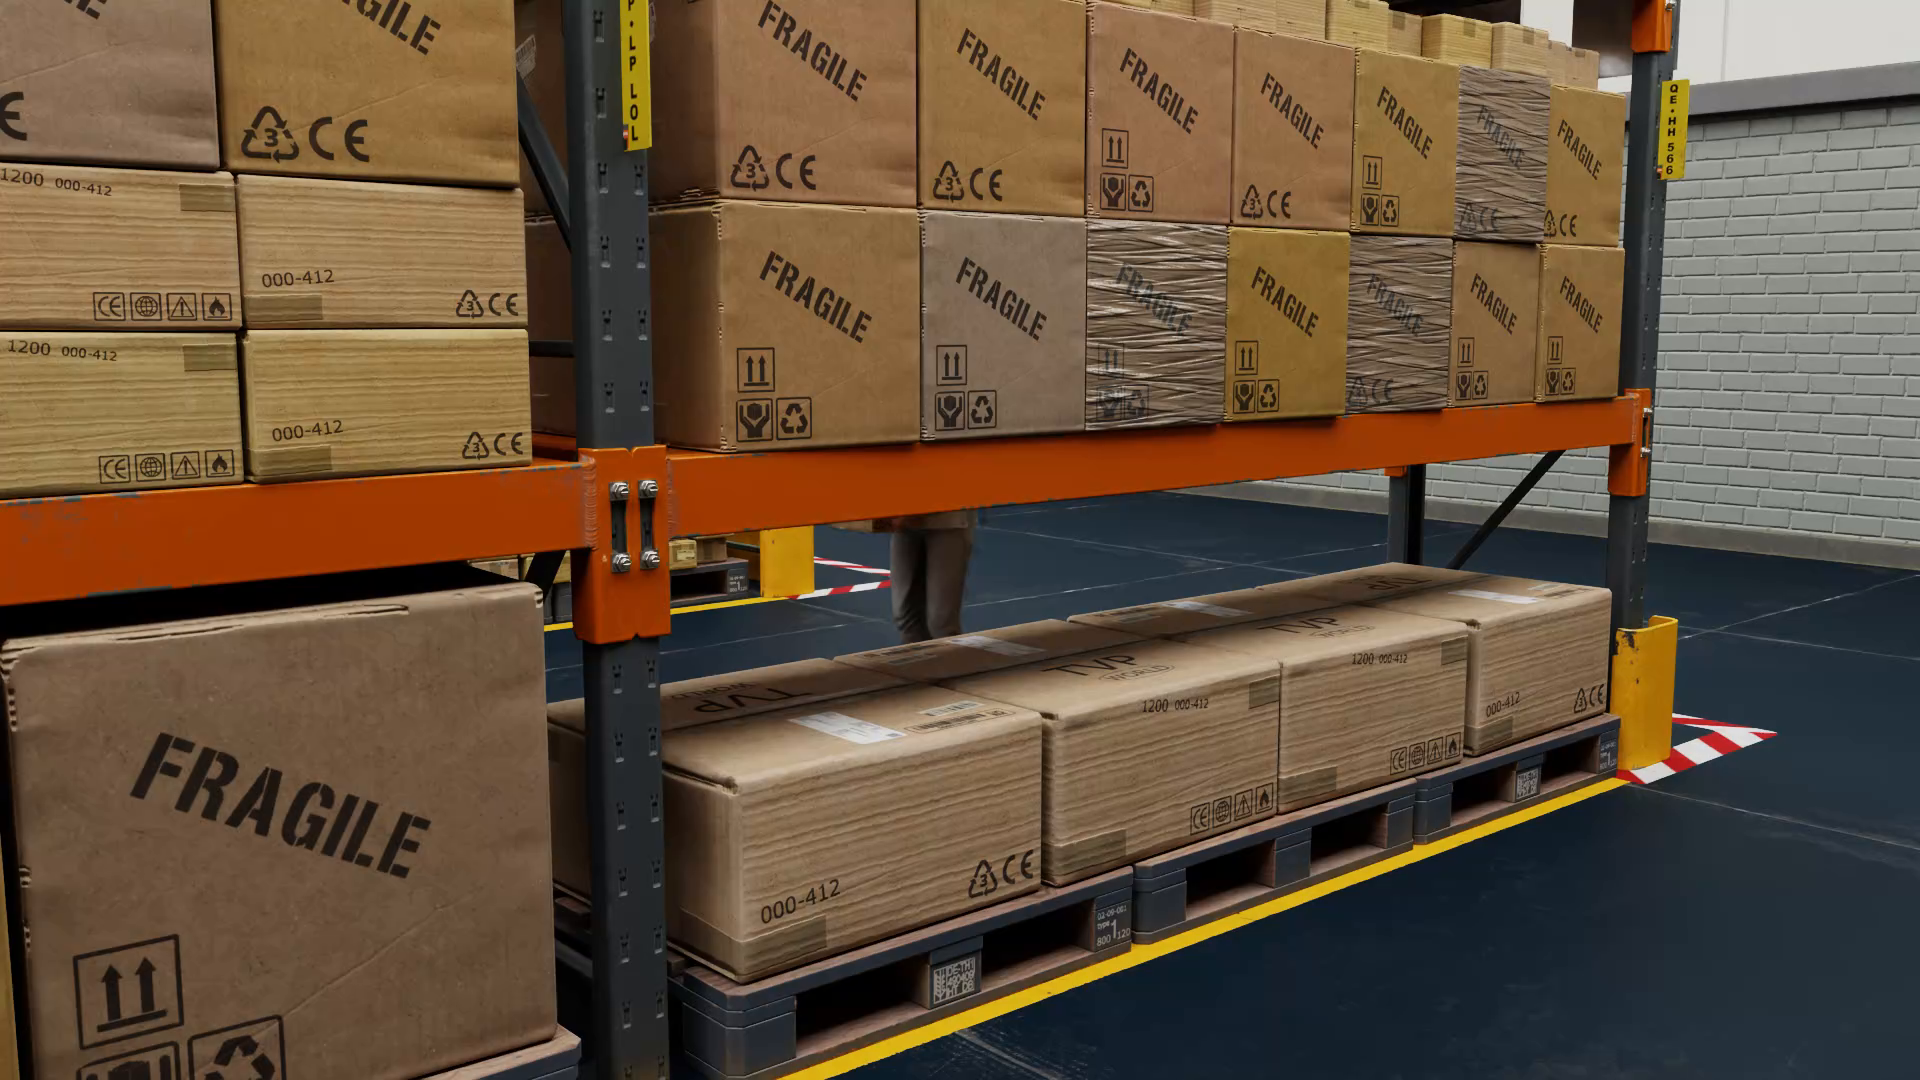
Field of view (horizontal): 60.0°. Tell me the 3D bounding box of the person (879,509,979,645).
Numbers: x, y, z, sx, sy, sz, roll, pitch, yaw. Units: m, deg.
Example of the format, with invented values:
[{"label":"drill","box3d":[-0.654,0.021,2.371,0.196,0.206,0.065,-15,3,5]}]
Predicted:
[{"label":"person","box3d":[-0.167,-0.030,6.049,0.486,1.595,0.412,-6,10,-39]}]
